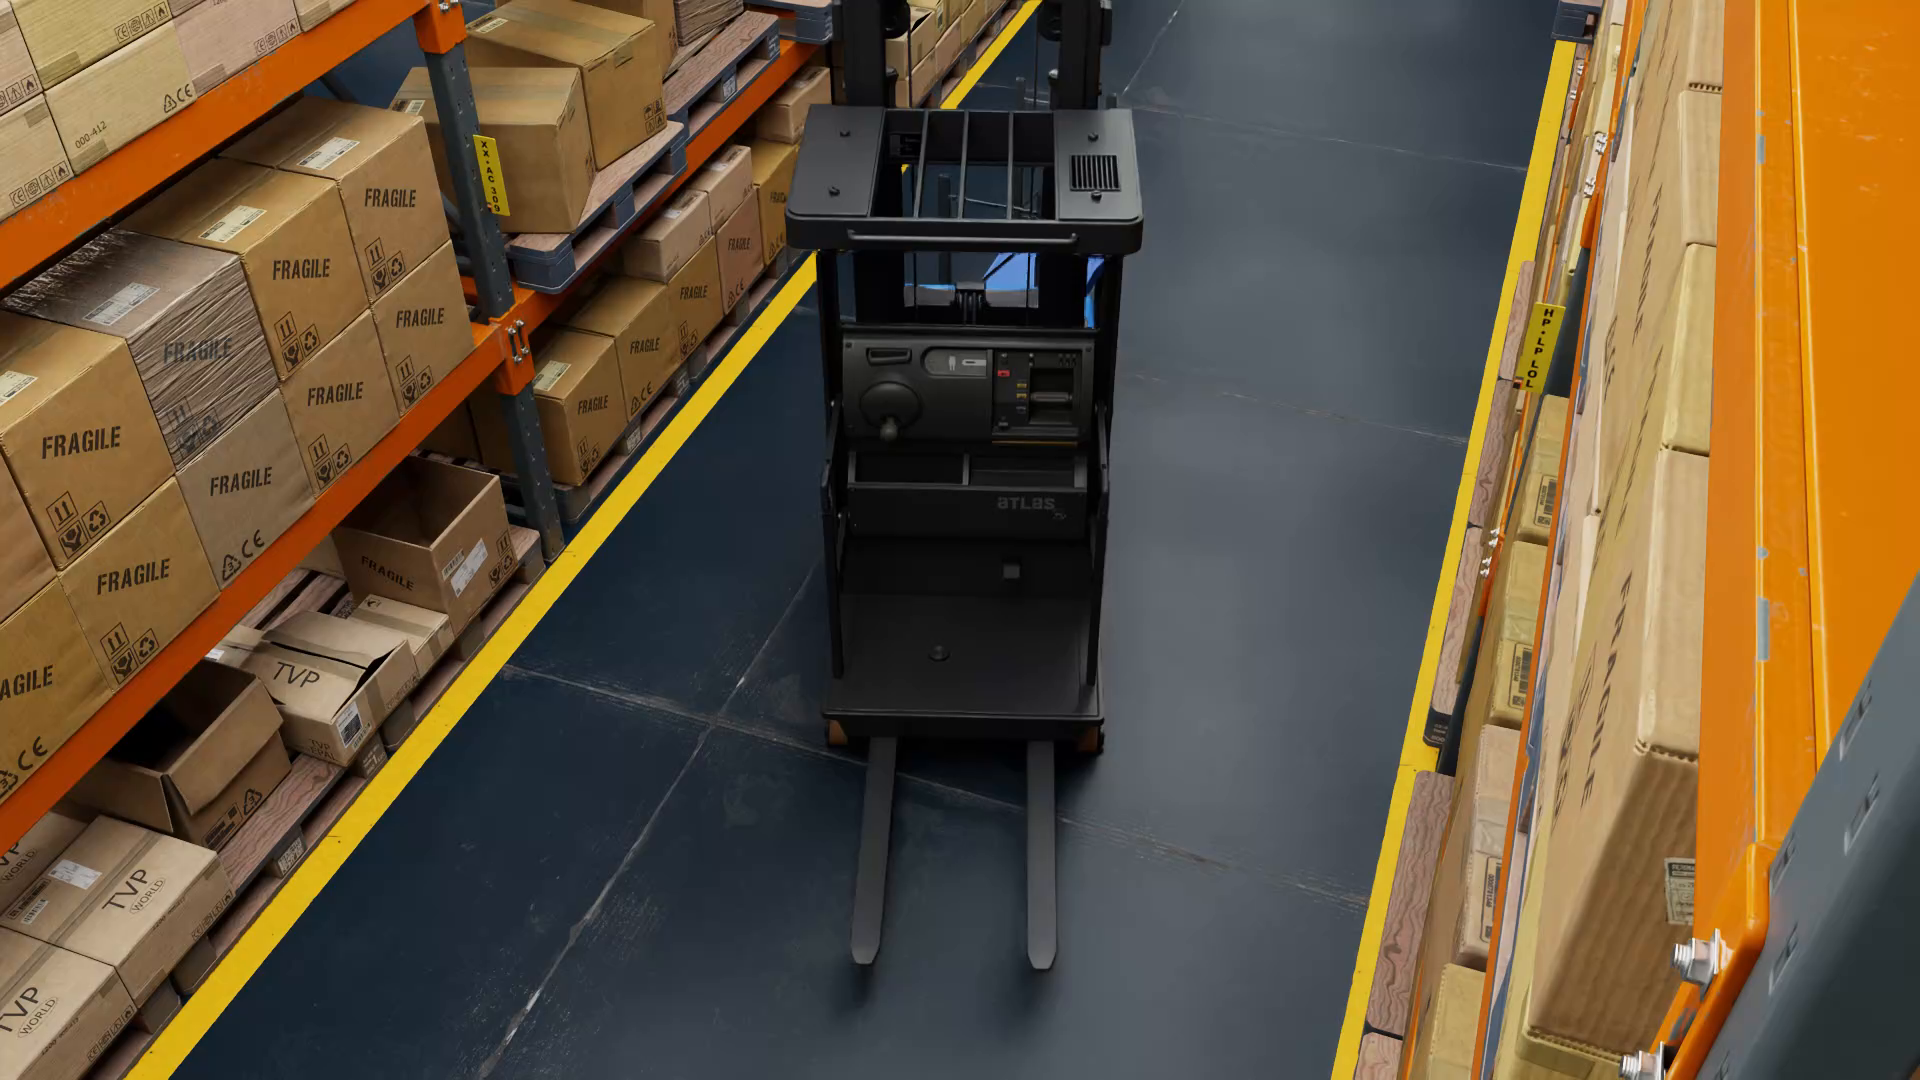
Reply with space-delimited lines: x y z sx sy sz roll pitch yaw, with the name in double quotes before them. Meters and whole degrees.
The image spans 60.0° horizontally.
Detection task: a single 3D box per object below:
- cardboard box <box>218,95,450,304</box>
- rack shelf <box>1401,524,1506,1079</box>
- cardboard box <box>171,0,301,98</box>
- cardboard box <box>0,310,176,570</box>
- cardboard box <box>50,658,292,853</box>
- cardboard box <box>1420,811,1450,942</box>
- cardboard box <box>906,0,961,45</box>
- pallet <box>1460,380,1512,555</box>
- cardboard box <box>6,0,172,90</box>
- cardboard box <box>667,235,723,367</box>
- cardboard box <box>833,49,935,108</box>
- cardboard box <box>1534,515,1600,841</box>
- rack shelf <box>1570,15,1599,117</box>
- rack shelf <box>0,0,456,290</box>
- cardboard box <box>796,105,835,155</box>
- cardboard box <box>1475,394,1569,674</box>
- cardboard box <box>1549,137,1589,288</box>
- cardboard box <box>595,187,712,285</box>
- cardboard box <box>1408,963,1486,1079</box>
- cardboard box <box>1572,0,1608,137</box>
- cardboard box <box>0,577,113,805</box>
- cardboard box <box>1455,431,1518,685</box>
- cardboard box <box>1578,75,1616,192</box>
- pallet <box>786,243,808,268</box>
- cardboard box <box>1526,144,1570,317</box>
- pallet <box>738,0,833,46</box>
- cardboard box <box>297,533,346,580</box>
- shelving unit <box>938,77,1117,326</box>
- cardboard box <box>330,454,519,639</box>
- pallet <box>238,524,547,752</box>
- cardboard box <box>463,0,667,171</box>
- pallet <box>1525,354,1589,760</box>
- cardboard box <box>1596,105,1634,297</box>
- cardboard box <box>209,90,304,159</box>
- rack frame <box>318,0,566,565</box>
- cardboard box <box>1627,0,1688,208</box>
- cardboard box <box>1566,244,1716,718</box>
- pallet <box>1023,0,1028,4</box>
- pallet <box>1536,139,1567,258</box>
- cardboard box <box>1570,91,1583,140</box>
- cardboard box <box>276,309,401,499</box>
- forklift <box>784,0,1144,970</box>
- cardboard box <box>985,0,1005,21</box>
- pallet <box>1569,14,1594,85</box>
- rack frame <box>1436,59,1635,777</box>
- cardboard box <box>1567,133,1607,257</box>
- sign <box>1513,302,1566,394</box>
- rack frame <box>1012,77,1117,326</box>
"cardboard box" -2.235 -1.230 5.987 0.500 0.500 0.500 14 42 15
"rack shelf" 1.667 1.413 4.291 1.077 0.370 4.000 13 42 15
"cardboard box" -2.403 -1.604 5.077 0.500 0.250 0.500 13 42 15
"cardboard box" -2.753 -0.303 4.901 0.500 0.500 0.500 13 42 15
"cardboard box" -2.943 0.751 6.096 0.797 0.503 0.637 13 42 15
"cardboard box" 1.999 1.144 5.654 0.700 0.500 0.500 14 42 16
"cardboard box" -0.311 -3.521 10.883 0.500 0.311 0.500 12 42 14
"pallet" 2.959 -0.254 7.839 1.003 0.211 1.213 13 42 15
"cardboard box" -2.564 -1.487 4.554 0.500 0.250 0.500 13 42 15
"cardboard box" -1.561 -1.266 8.464 0.500 0.500 0.500 14 42 16
"cardboard box" -0.483 -2.986 10.687 0.500 0.250 0.500 13 42 15
"cardboard box" 1.161 0.254 2.499 0.500 0.250 0.500 12 42 13
"rack shelf" 4.403 -3.467 10.010 1.077 0.370 4.000 13 42 15
"rack shelf" -2.989 -0.825 4.603 1.077 0.370 4.000 13 42 15
"cardboard box" -1.037 -2.211 9.572 0.500 0.500 0.500 15 43 17
"cardboard box" 2.150 0.132 5.006 0.980 0.700 0.700 14 42 16
"cardboard box" 2.617 -1.195 6.471 0.500 0.500 0.500 13 42 15
"cardboard box" -1.569 -1.530 8.196 0.500 0.250 0.500 13 42 15
"cardboard box" 1.386 1.485 3.420 0.980 0.700 0.700 13 42 15
"cardboard box" 3.124 -2.122 7.559 0.500 0.500 0.500 15 43 17
"cardboard box" -2.928 0.390 4.858 0.500 0.500 0.500 13 42 15
"cardboard box" 2.451 0.152 6.547 0.750 0.750 0.750 14 42 16
"cardboard box" 2.629 -1.487 6.236 0.500 0.250 0.500 14 42 16
"pallet" -1.228 -2.110 10.014 1.003 0.211 1.213 13 42 15
"cardboard box" 3.344 -1.443 8.417 0.750 0.750 0.750 13 42 15
"pallet" -1.103 -3.116 9.192 1.213 0.211 1.003 13 42 15
"cardboard box" -2.652 -0.114 7.259 0.500 0.311 0.500 13 42 15
"shelving unit" 0.324 -1.284 8.053 0.538 1.500 1.048 14 42 16
"cardboard box" -2.234 0.016 6.961 0.500 0.500 0.500 13 42 15
"pallet" -2.541 0.302 7.188 1.003 0.211 1.213 13 42 15
"cardboard box" -1.758 -2.048 7.393 0.700 0.500 0.500 20 44 22
"pallet" 1.642 0.050 3.091 1.003 0.211 1.213 13 42 15
"cardboard box" 1.679 -0.692 3.608 0.500 0.250 0.500 12 42 14
"cardboard box" -2.731 -1.371 6.153 0.500 0.500 0.500 14 43 16
"rack frame" -2.305 -1.178 6.773 1.000 3.000 0.127 13 42 15
"cardboard box" 1.674 -0.960 3.344 0.500 0.500 0.500 12 42 14
"cardboard box" 1.158 -0.018 2.240 0.500 0.500 0.500 15 43 16
"pallet" 0.215 -4.538 12.860 1.003 0.211 1.213 13 42 15
"pallet" 3.987 -1.936 9.810 1.003 0.211 1.213 13 42 15
"cardboard box" 3.124 -1.988 7.901 0.380 0.149 0.250 15 43 16
"cardboard box" -2.410 -0.539 5.948 0.500 0.500 0.500 14 43 16
"forklift" 0.025 -0.476 6.003 1.130 2.935 3.031 1 40 1
"cardboard box" 0.036 -3.923 11.786 0.500 0.250 0.500 14 42 16
"pallet" 4.822 -3.424 11.554 1.003 0.211 1.213 13 42 15
"rack frame" 2.351 -0.081 5.487 1.000 3.000 0.127 13 42 15
"cardboard box" 2.454 -1.176 5.872 0.500 0.250 0.500 14 42 16
"sign" 1.838 -0.606 5.271 0.100 0.325 0.005 13 42 15
"rack frame" 0.505 -1.592 8.414 0.500 1.500 0.032 14 42 16
